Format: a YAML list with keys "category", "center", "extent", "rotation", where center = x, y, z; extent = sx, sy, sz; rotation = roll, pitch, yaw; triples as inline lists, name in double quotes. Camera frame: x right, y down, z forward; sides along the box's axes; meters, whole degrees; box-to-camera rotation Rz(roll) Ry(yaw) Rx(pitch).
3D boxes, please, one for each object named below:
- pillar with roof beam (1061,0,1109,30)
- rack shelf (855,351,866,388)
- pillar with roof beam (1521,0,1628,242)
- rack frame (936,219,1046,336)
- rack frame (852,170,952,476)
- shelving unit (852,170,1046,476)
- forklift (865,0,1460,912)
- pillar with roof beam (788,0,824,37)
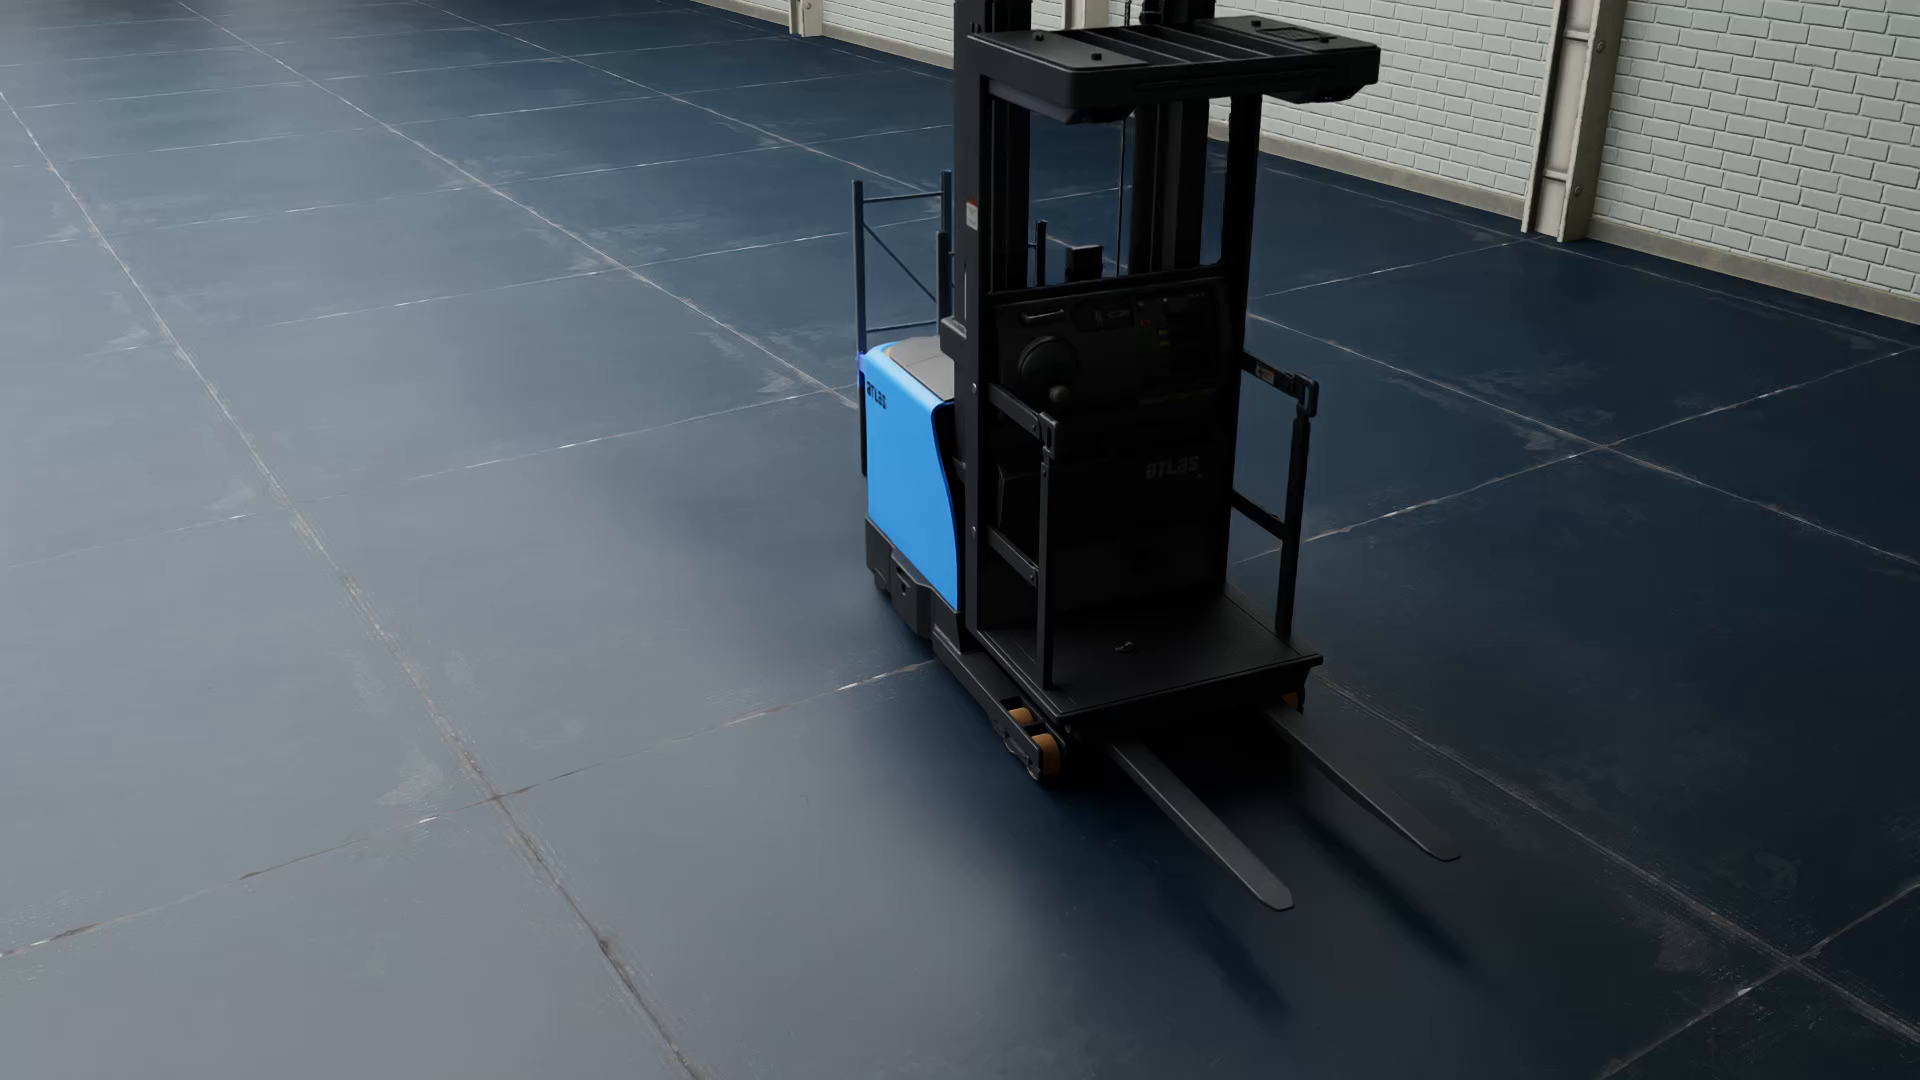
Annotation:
- category: "pillar with roof beam"
  center: [-2.338, -7.553, 13.208]
  extent: [9.100, 9.000, 0.400]
  rotation: [-16, 29, -30]
- category: "rack shelf"
  center: [-0.071, -0.692, 7.880]
  extent: [0.538, 0.185, 1.000]
  rotation: [-11, 27, -21]
- category: "pillar with roof beam"
  center: [0.937, -5.407, 8.662]
  extent: [9.100, 9.000, 0.400]
  rotation: [-16, 29, -30]
- category: "rack frame"
  center: [0.133, -0.656, 7.382]
  extent: [0.500, 1.500, 0.032]
  rotation: [-11, 27, -21]
- category: "rack frame"
  center: [-0.275, -1.053, 8.224]
  extent: [0.500, 1.500, 0.032]
  rotation: [-11, 27, -21]
- category: "shelving unit"
  center: [-0.071, -0.854, 7.803]
  extent: [0.538, 1.500, 1.048]
  rotation: [-11, 27, -21]
- category: "forklift"
  center: [0.639, -0.677, 5.751]
  extent: [1.130, 2.935, 3.031]
  rotation: [-11, 27, -21]
- category: "pillar with roof beam"
  center: [-5.614, -9.699, 17.754]
  extent: [9.100, 9.000, 0.400]
  rotation: [-16, 29, -30]
